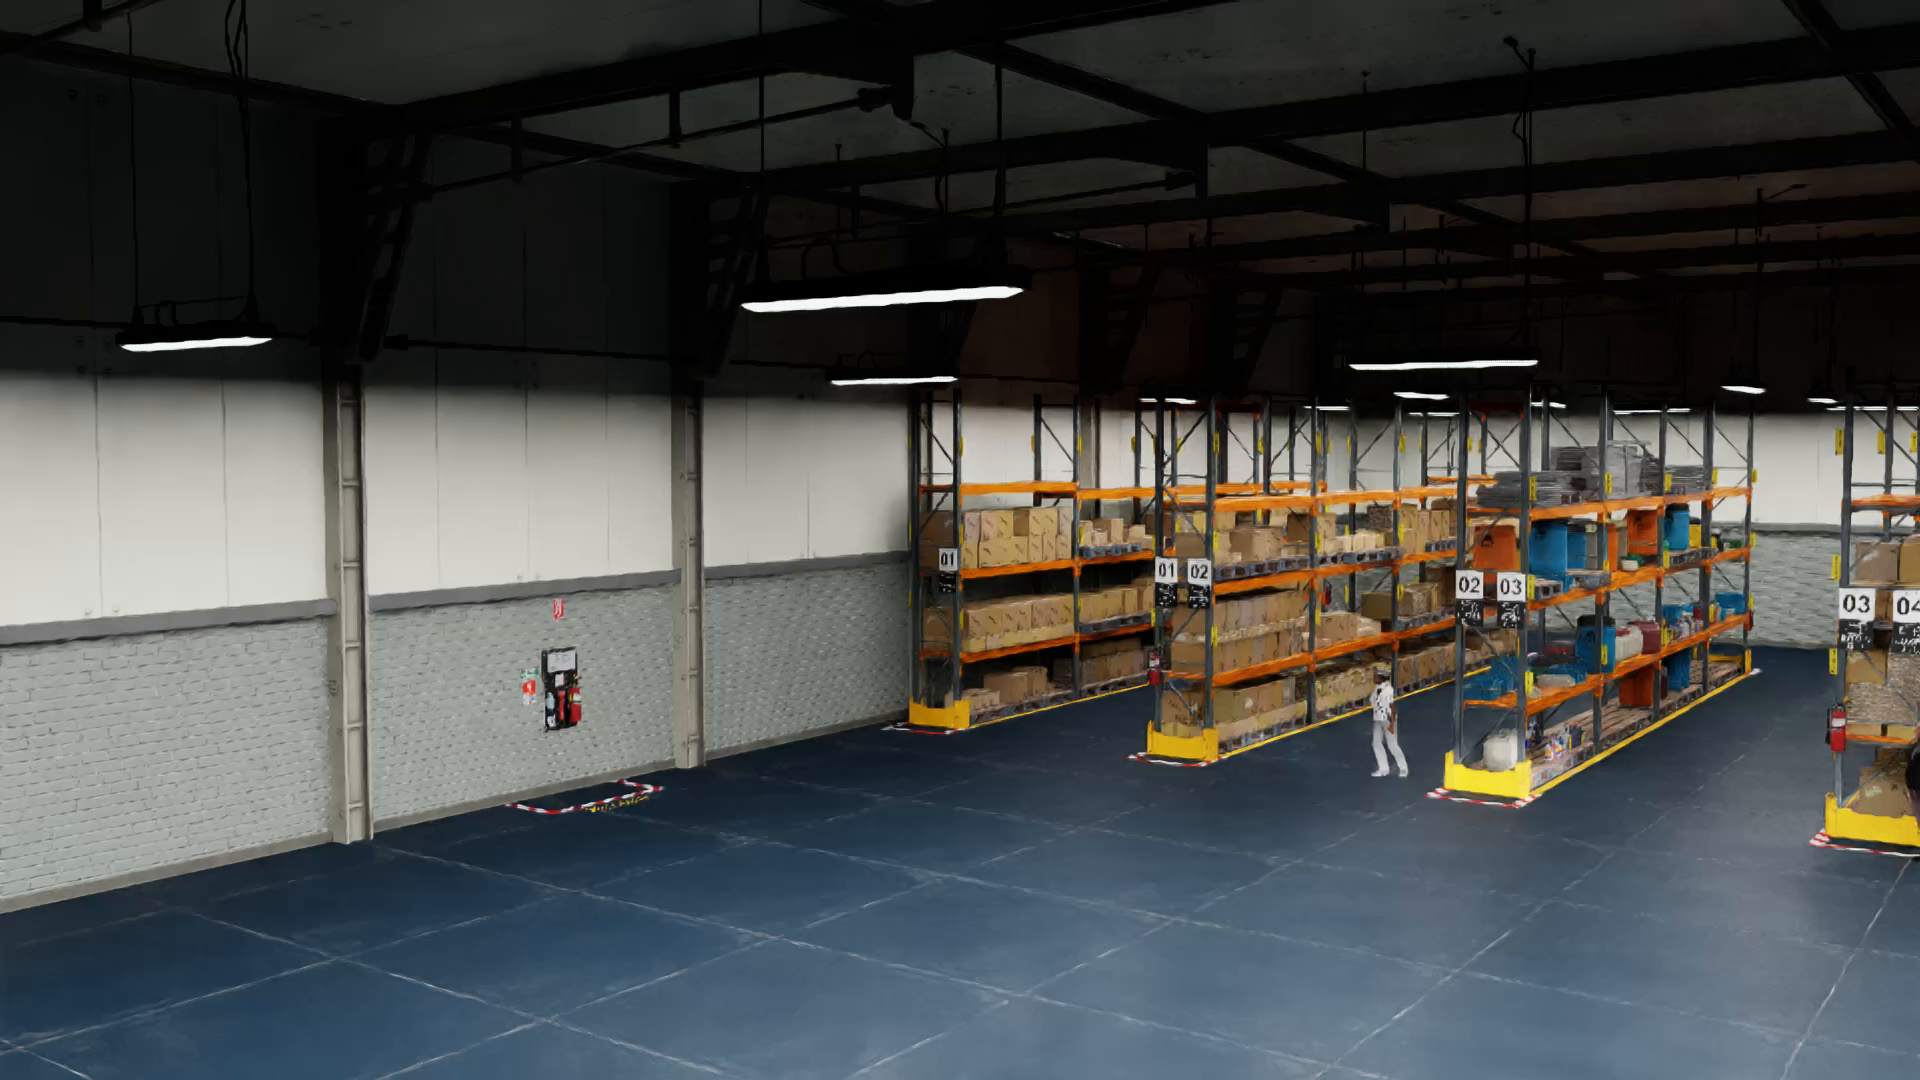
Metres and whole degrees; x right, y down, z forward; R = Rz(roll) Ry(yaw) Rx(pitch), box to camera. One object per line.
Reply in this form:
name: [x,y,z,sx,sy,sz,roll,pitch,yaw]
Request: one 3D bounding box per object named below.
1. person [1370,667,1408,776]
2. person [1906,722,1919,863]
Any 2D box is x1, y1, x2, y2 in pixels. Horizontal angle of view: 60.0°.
person: [6.503,2.745,25.157,0.549,1.658,0.512,-1,3,-16]
person: [11.614,3.016,19.872,0.467,1.711,0.643,0,3,-7]
